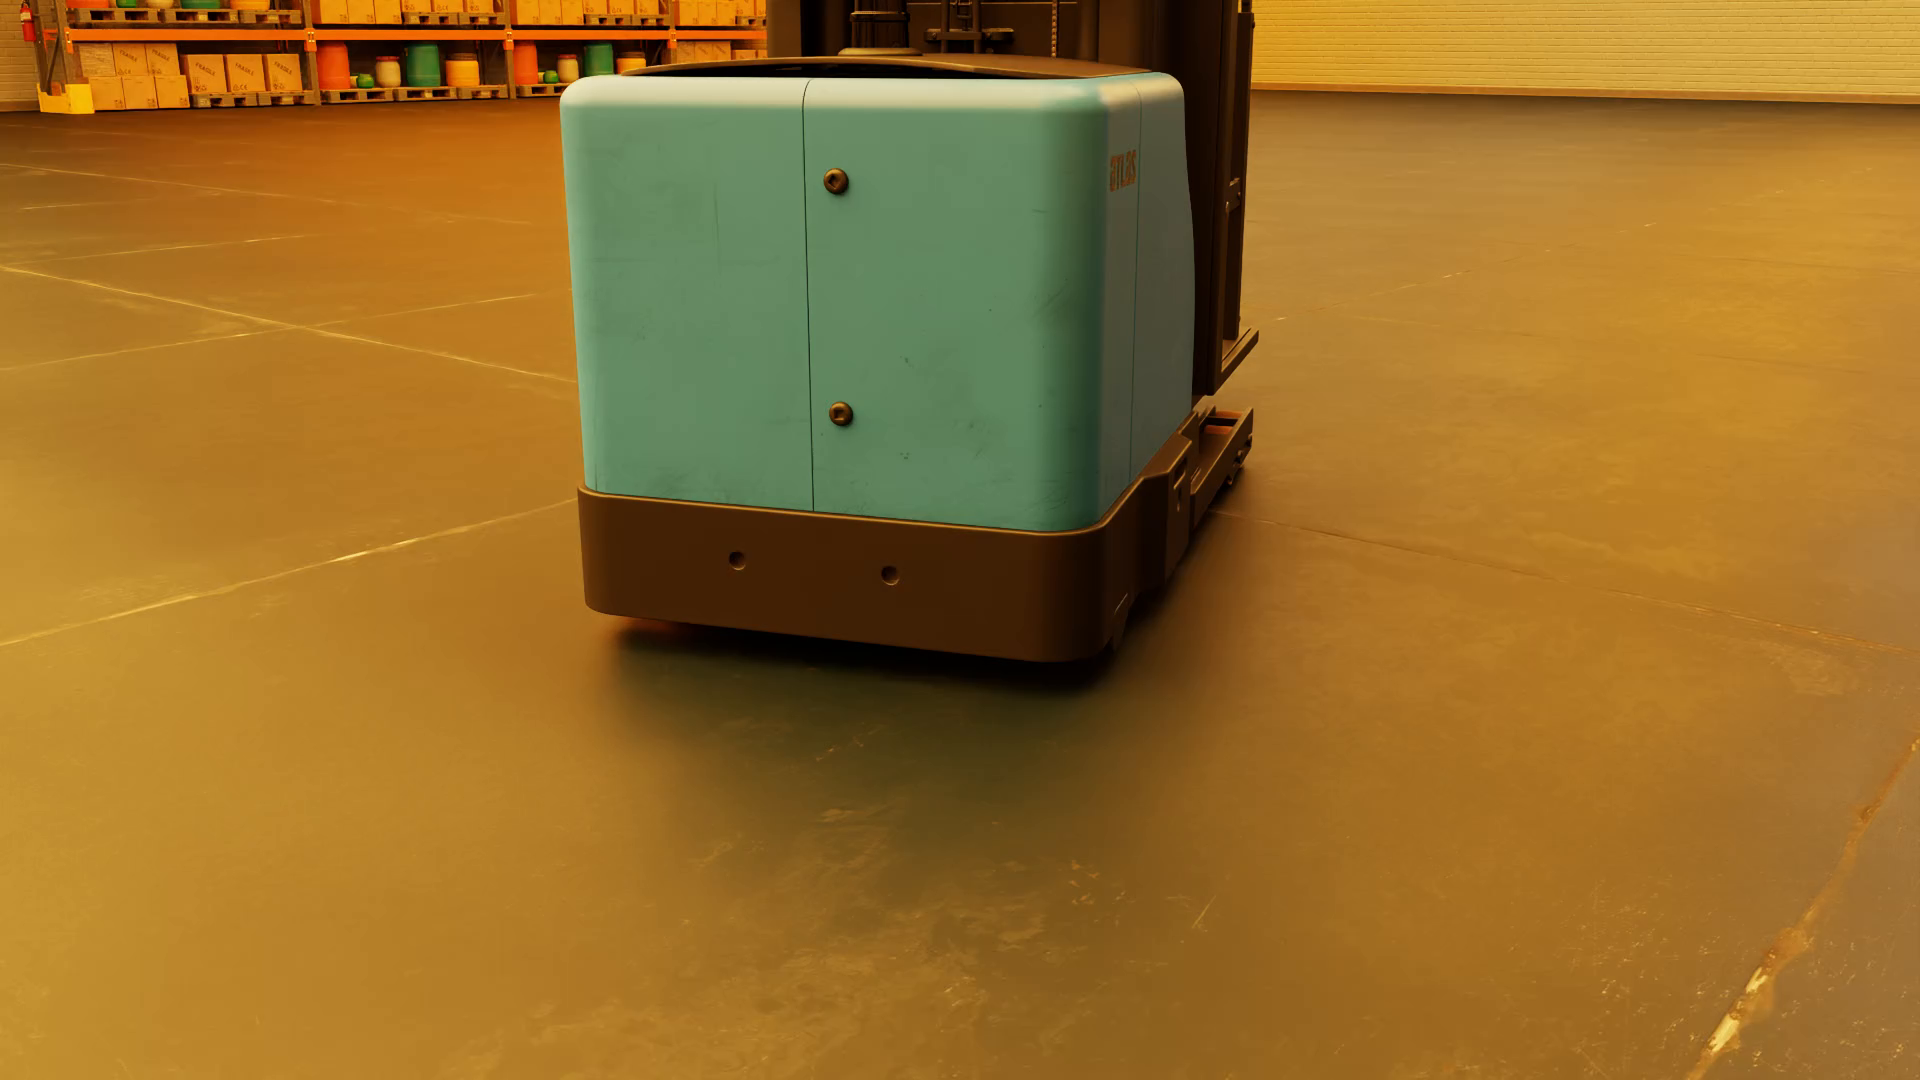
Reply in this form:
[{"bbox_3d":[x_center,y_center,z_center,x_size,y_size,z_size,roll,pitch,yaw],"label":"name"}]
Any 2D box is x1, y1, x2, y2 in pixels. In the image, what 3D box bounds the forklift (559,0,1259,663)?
[{"bbox_3d":[0.182,-1.571,4.072,1.130,2.935,3.031,5,18,17],"label":"forklift"}]
